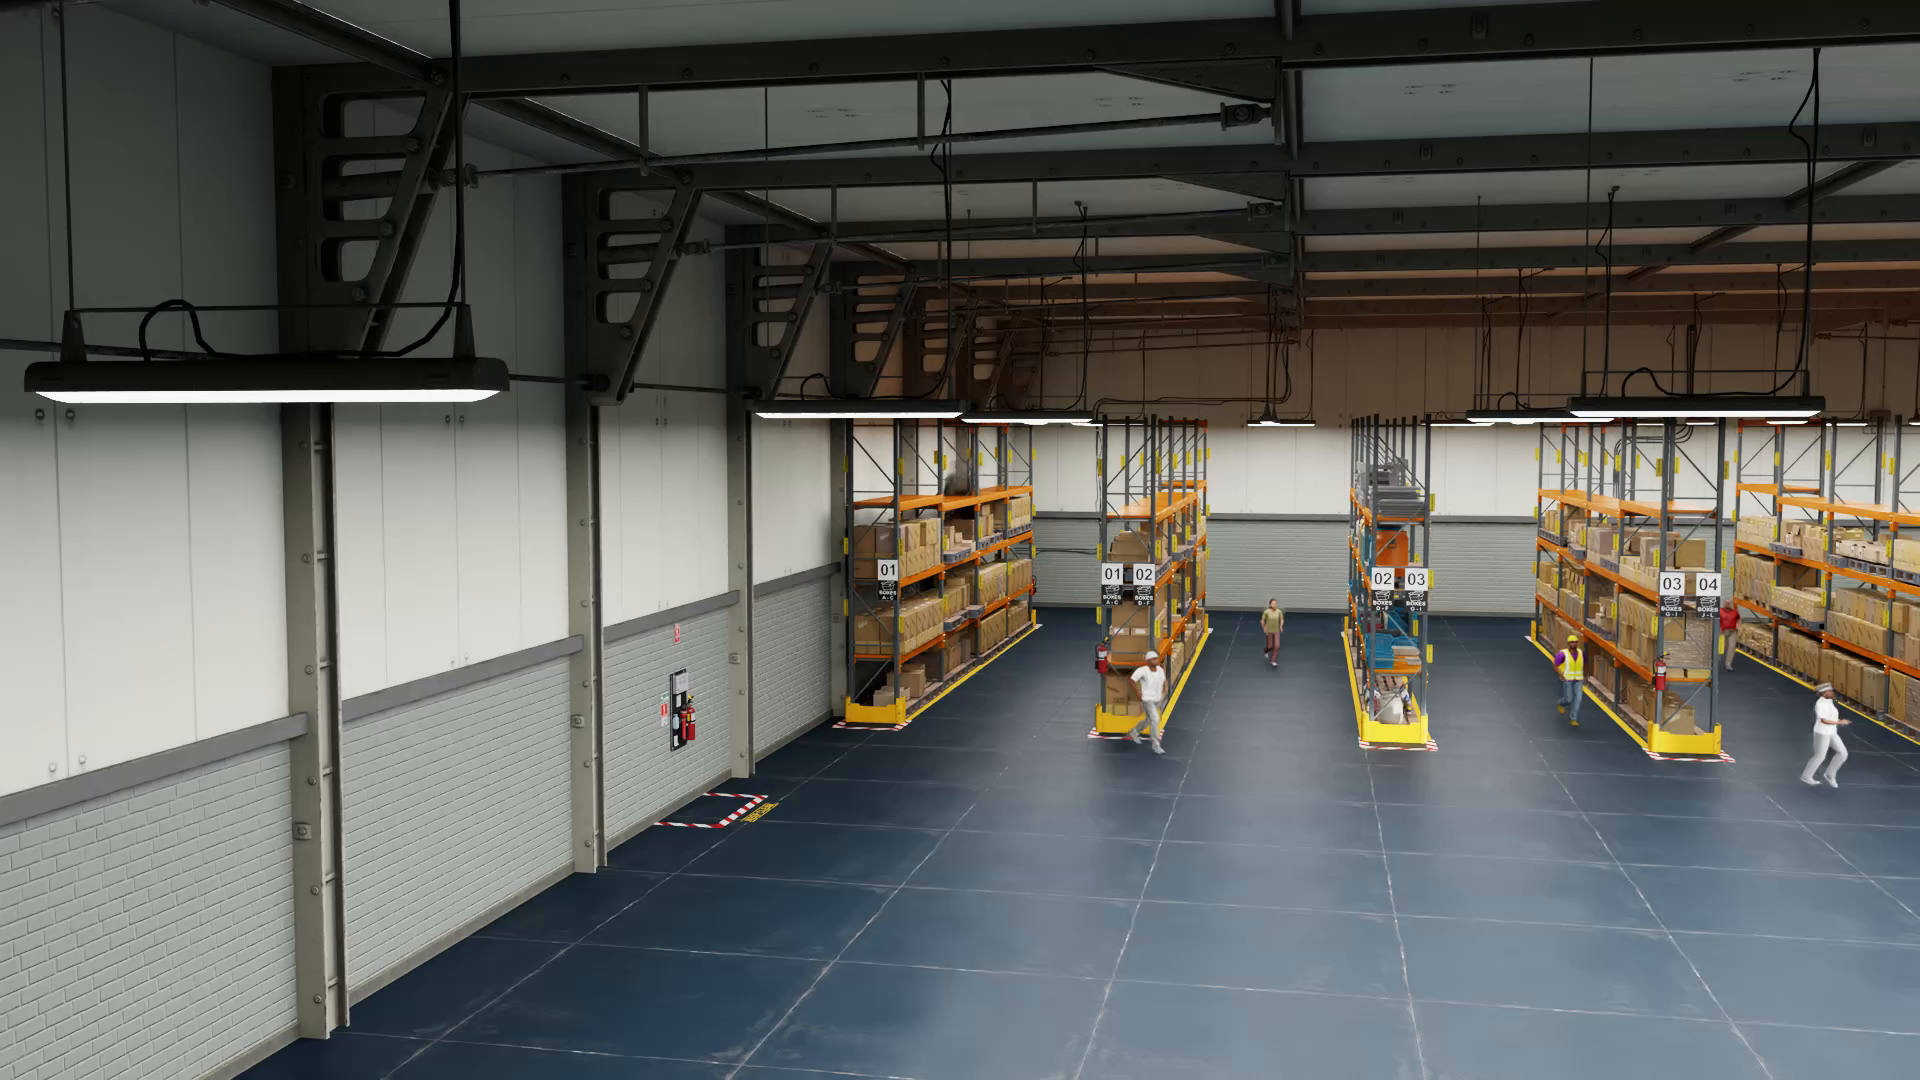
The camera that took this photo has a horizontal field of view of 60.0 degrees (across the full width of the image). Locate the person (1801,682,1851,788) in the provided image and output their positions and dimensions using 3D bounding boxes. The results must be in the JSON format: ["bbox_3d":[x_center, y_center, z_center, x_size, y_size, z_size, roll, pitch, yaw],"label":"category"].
[{"bbox_3d":[13.845,3.116,26.534,0.574,1.727,0.709,-3,5,-42],"label":"person"}]

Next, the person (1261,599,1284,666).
[{"bbox_3d":[7.597,2.226,40.463,0.569,1.621,0.622,0,4,-2],"label":"person"}]

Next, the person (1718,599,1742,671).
[{"bbox_3d":[18.324,2.248,39.687,0.677,1.685,0.835,1,4,11],"label":"person"}]

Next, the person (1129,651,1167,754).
[{"bbox_3d":[3.381,2.852,29.596,0.706,1.776,0.919,-3,5,-41],"label":"person"}]

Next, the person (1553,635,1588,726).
[{"bbox_3d":[11.875,2.712,32.258,0.700,1.739,0.801,0,4,1],"label":"person"}]
